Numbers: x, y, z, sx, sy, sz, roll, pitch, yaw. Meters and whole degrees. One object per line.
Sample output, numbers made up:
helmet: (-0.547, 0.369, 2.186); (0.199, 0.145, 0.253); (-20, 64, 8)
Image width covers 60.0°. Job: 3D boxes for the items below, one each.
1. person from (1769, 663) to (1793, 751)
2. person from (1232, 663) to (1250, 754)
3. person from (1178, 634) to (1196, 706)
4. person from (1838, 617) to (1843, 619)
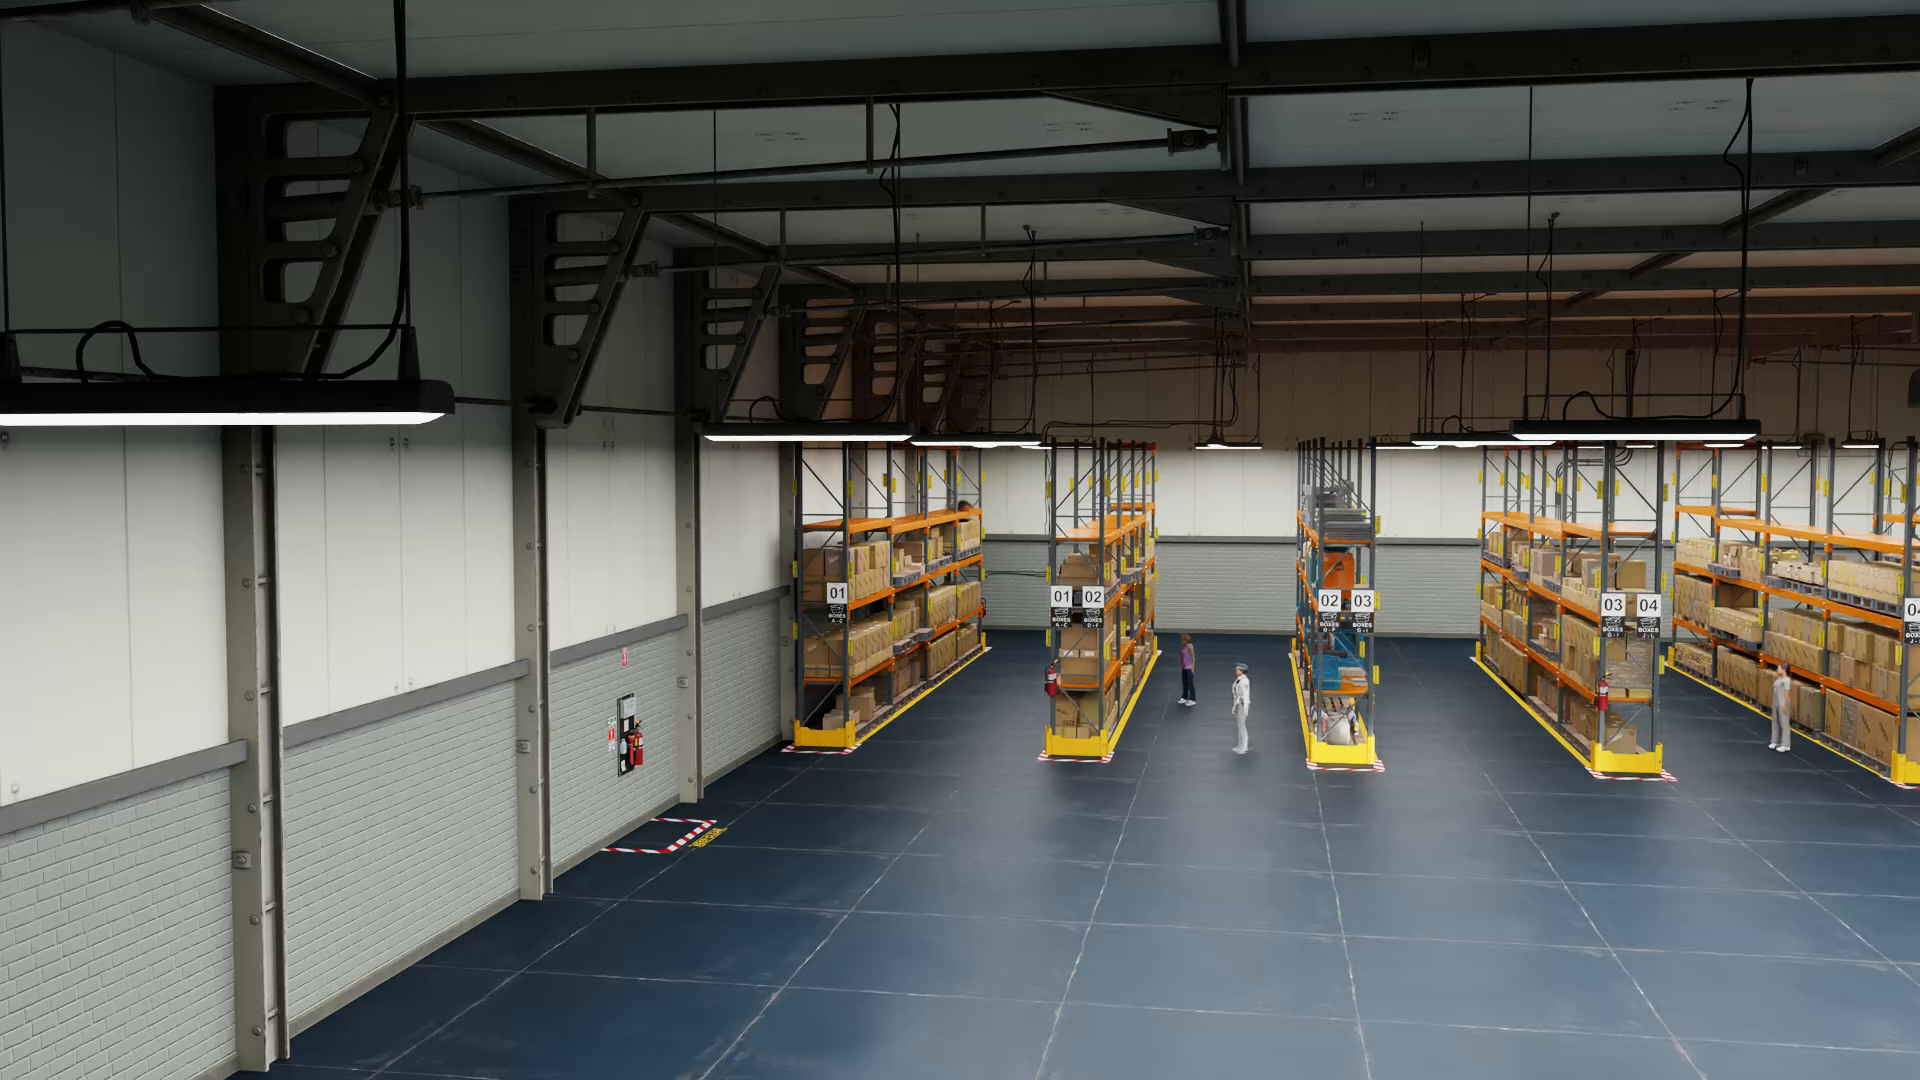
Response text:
person: (15.764, 3.191, 31.926); (0.372, 1.676, 0.479); (0, 3, -8)
person: (5.373, 3.210, 31.800); (0.342, 1.720, 0.576); (0, 3, -5)
person: (5.160, 2.929, 37.721); (0.354, 1.598, 0.498); (-1, 3, -18)
person: (21.061, 2.733, 39.895); (0.615, 1.811, 0.686); (0, 3, 0)
